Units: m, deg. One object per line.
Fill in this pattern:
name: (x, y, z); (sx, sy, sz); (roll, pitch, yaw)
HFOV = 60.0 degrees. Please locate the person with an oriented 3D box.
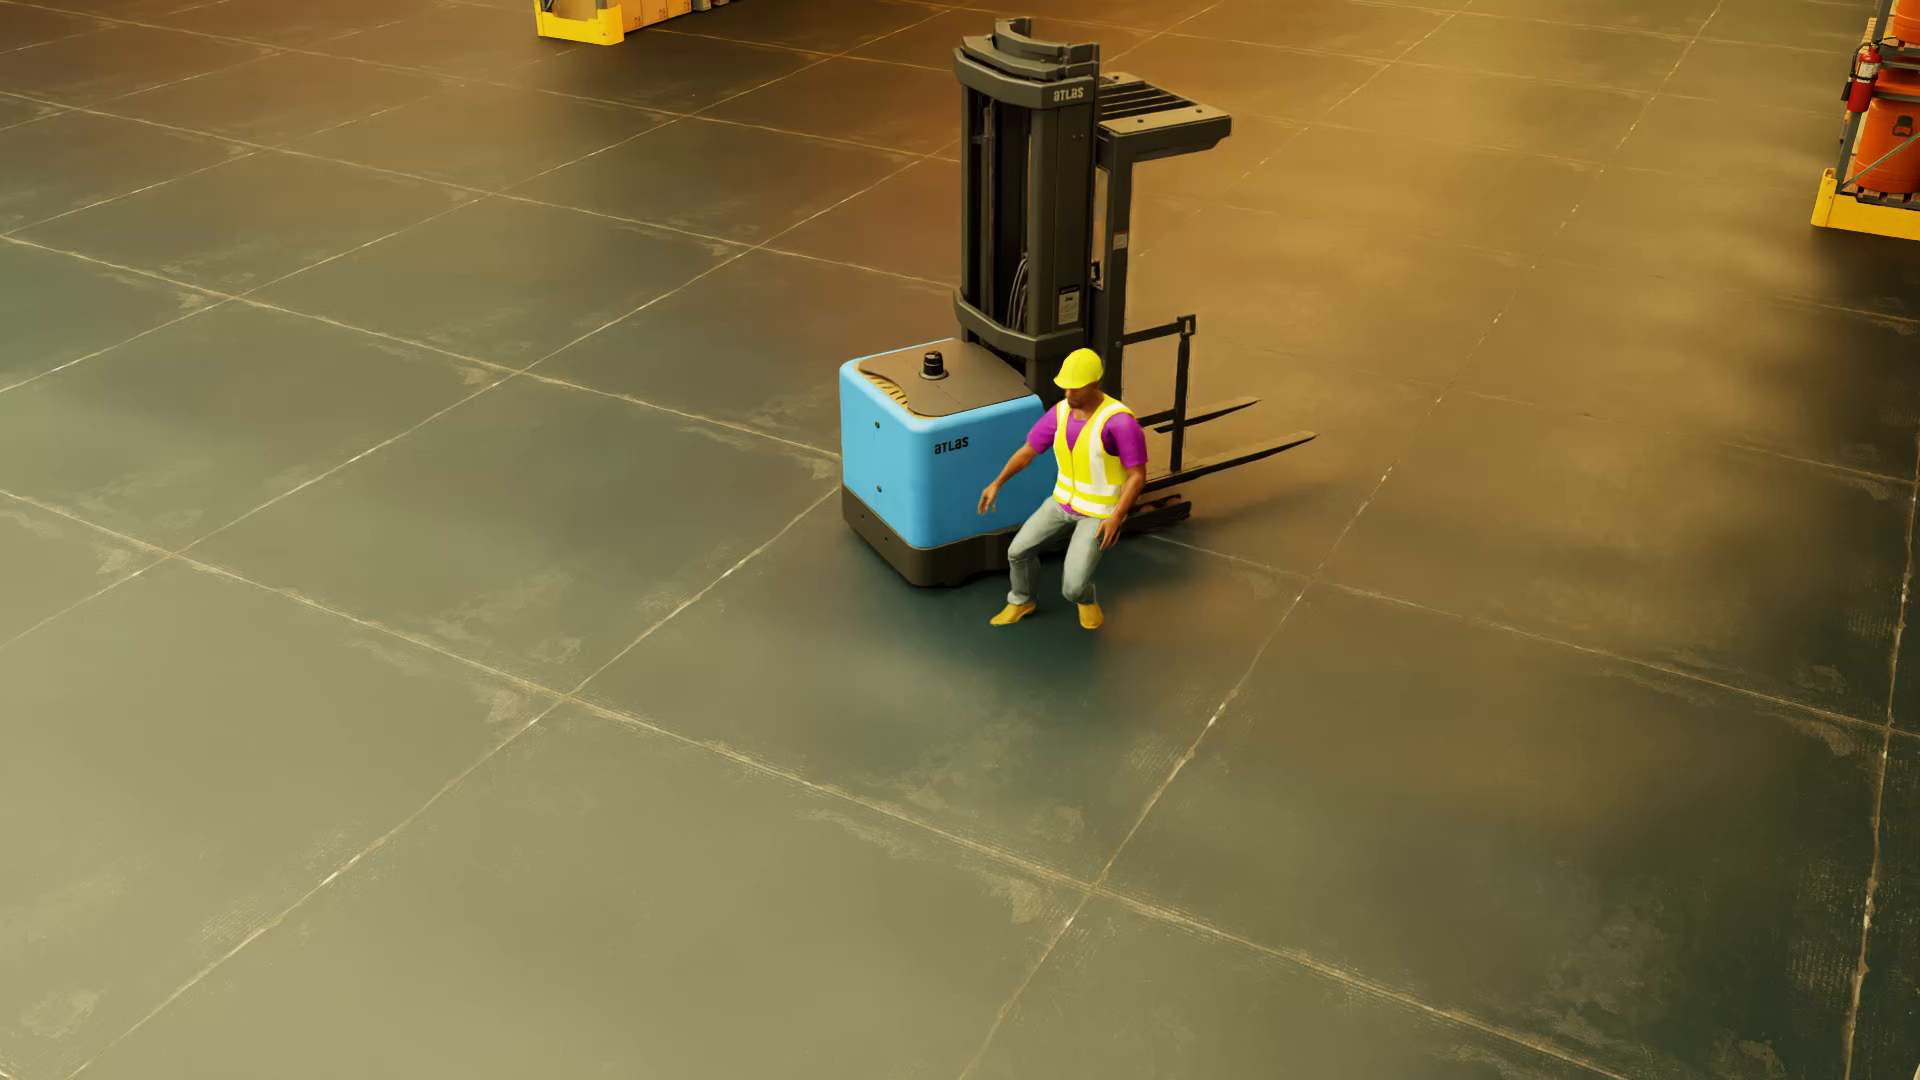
person: (0.561, -0.187, 8.722); (0.581, 1.678, 0.834); (-23, 37, -34)

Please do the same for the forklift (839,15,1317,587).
forklift: (0.823, -1.526, 9.714); (3.031, 2.935, 1.130); (-16, 34, -25)
